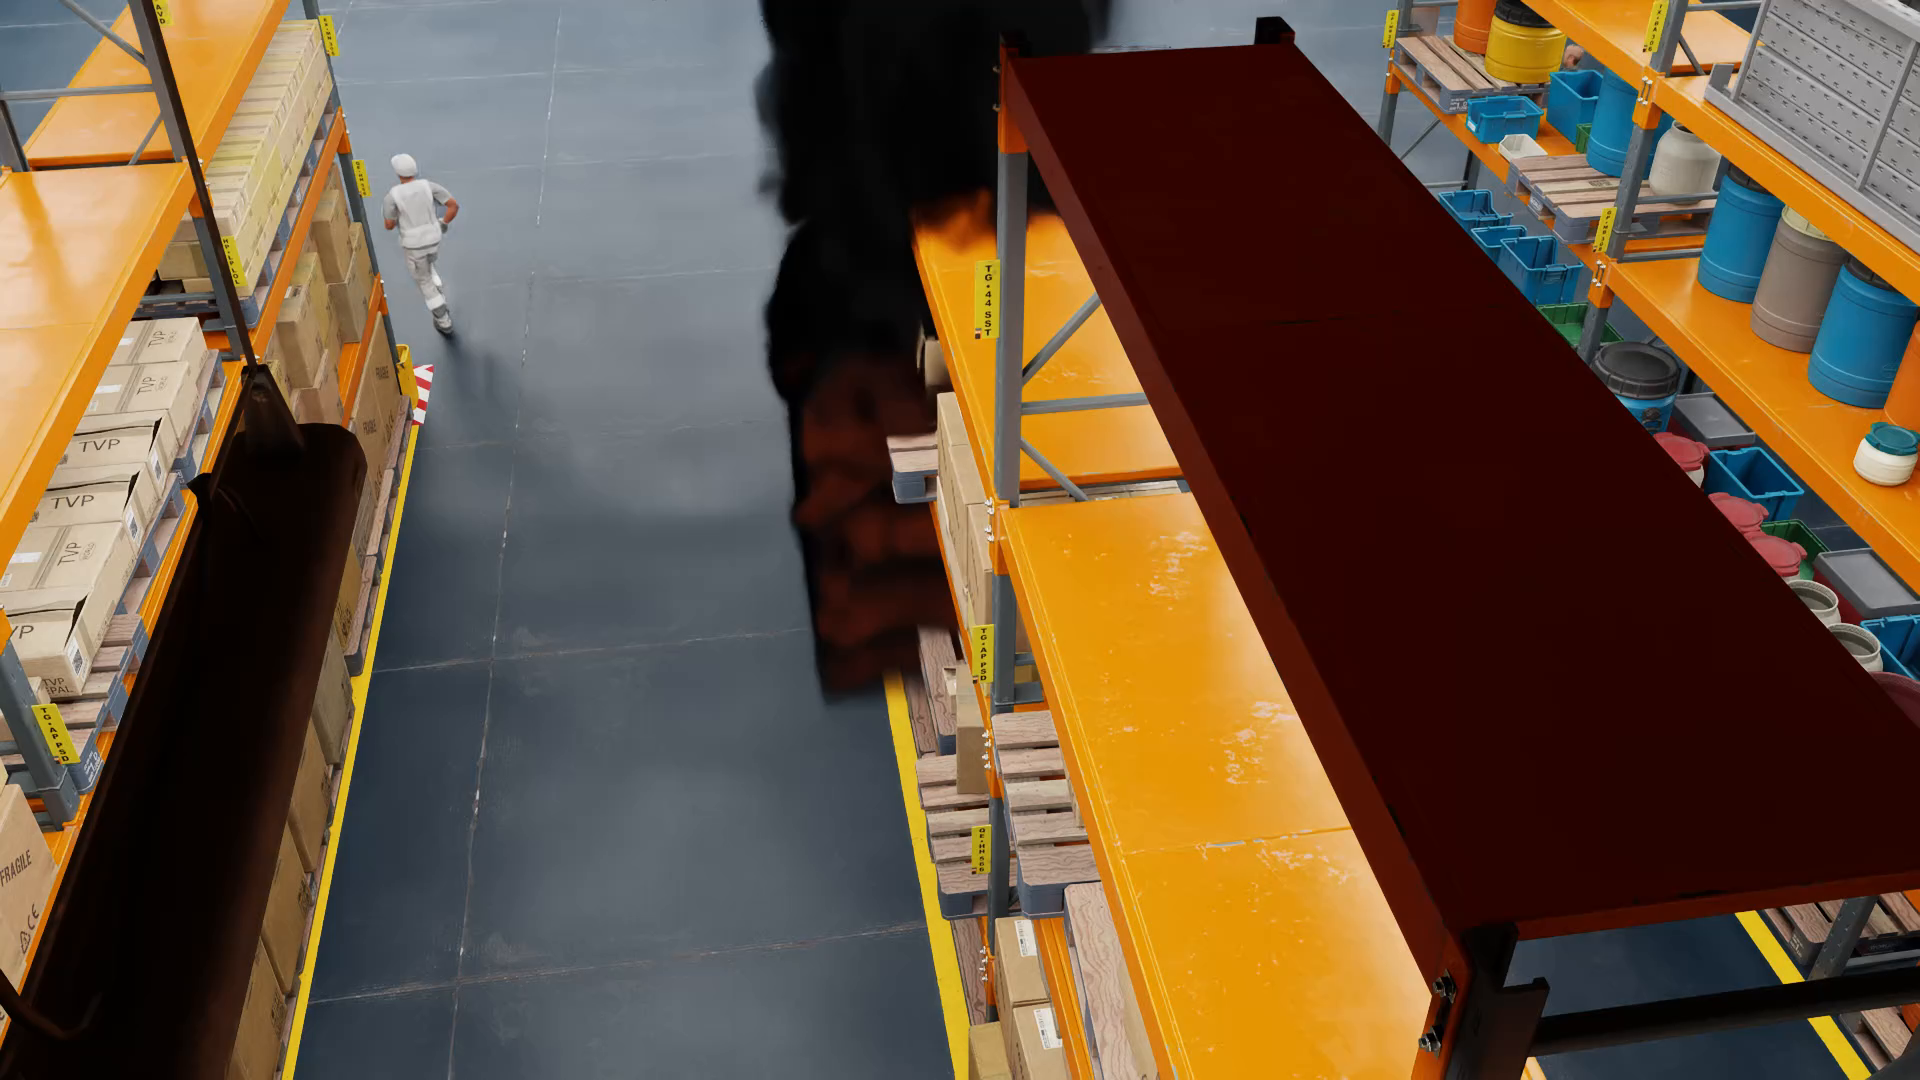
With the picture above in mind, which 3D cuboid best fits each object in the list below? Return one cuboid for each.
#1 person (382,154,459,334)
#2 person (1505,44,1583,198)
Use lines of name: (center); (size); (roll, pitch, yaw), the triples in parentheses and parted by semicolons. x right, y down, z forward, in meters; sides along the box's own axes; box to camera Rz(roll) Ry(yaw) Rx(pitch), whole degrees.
person: (-5.135, -2.841, 15.835); (0.649, 1.803, 0.679); (-28, 45, -33)
person: (6.542, -4.540, 18.205); (0.768, 1.773, 0.662); (14, 39, 19)
